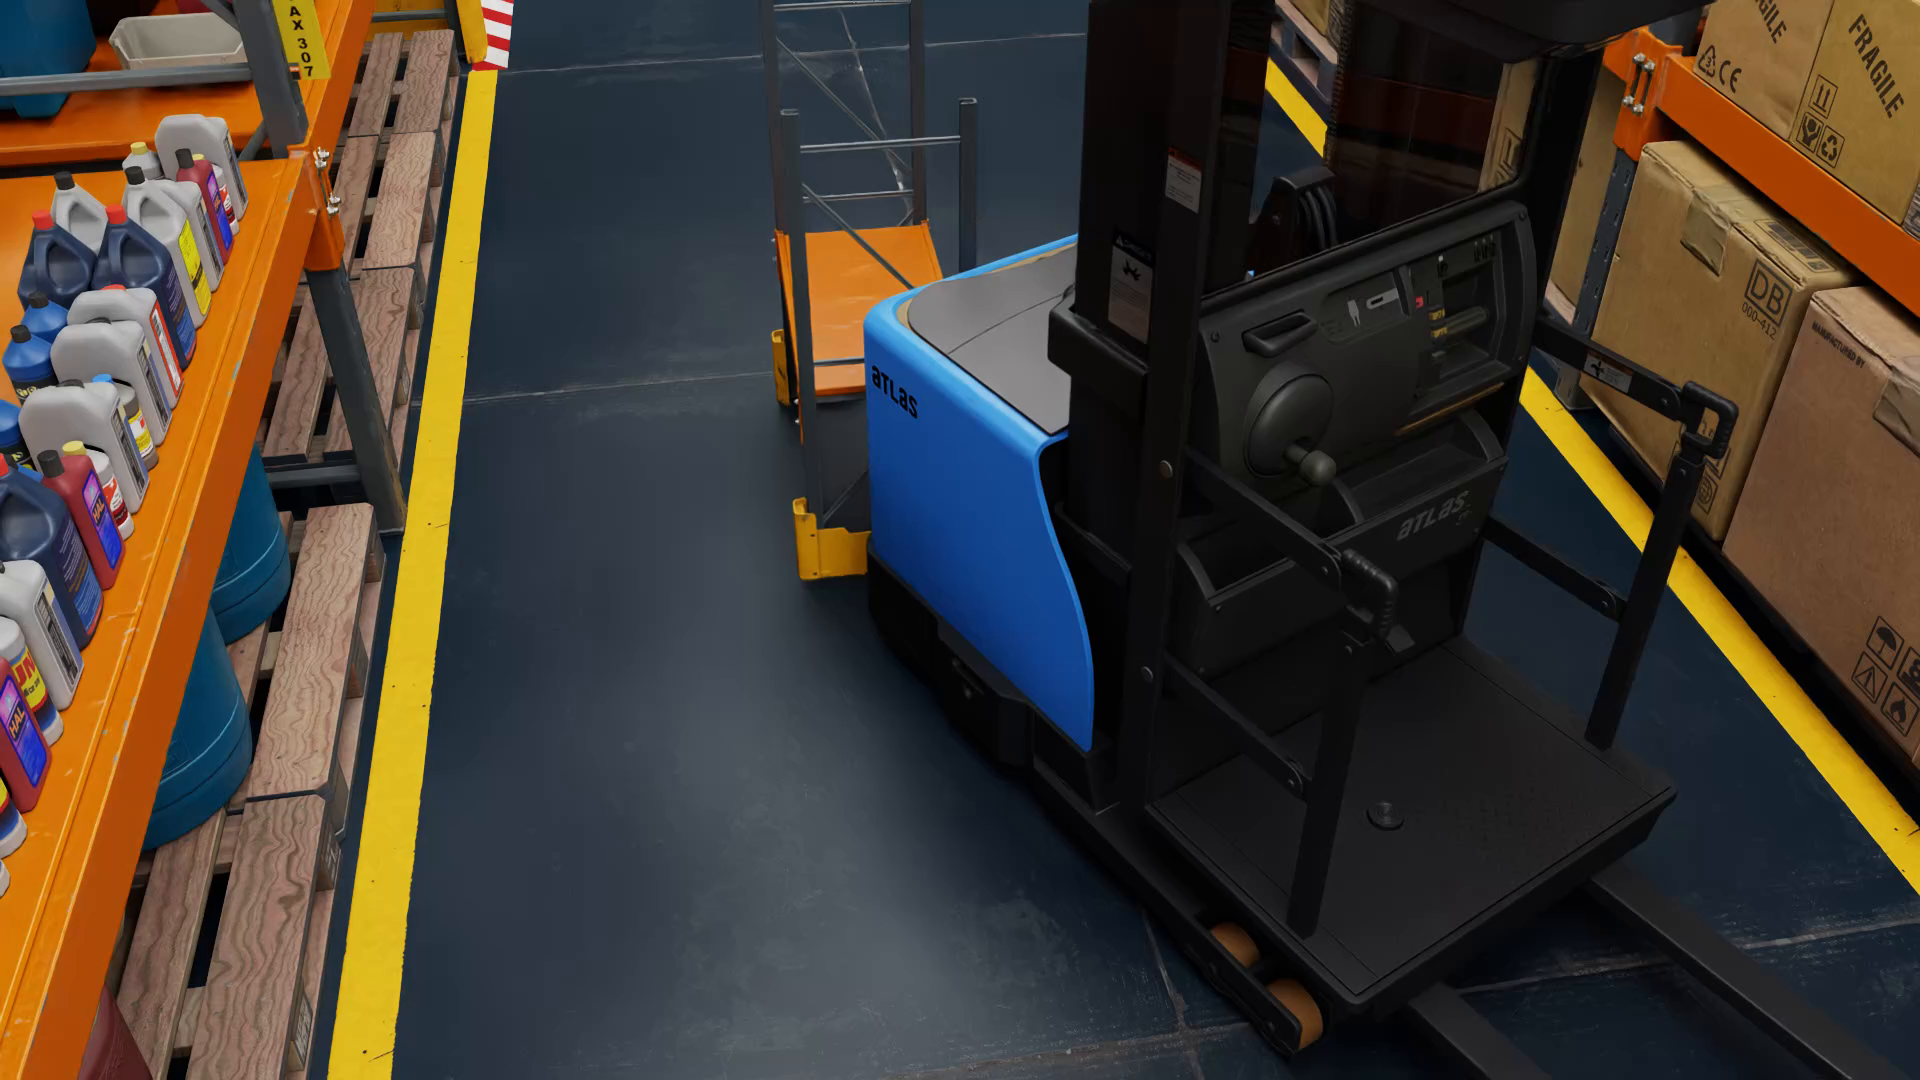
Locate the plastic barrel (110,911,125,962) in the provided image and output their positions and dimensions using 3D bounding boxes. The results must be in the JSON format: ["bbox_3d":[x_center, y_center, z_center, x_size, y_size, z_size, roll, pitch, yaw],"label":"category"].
[{"bbox_3d":[-2.051,0.739,3.540,0.421,0.512,0.421,0,38,0],"label":"plastic barrel"}]

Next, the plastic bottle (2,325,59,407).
[{"bbox_3d":[-1.821,-0.301,3.298,0.097,0.271,0.097,0,38,0],"label":"plastic bottle"}]

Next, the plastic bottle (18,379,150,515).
[{"bbox_3d":[-1.660,-0.188,3.148,0.152,0.276,0.135,-6,38,-8],"label":"plastic bottle"}]

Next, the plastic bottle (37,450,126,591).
[{"bbox_3d":[-1.575,-0.056,2.972,0.061,0.283,0.133,-6,38,-8],"label":"plastic bottle"}]

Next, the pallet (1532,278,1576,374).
[{"bbox_3d":[2.556,-1.086,6.476,1.003,0.211,1.213,-6,38,-8],"label":"pallet"}]

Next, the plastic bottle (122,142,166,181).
[{"bbox_3d":[-1.997,-0.880,4.100,0.097,0.201,0.097,0,38,0],"label":"plastic bottle"}]

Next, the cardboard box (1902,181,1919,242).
[{"bbox_3d":[2.623,-0.848,3.816,0.500,0.500,0.500,-7,38,-9],"label":"cardboard box"}]

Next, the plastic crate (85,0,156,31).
[{"bbox_3d":[-2.725,-1.749,5.232,0.437,0.125,0.590,-6,38,-8],"label":"plastic crate"}]

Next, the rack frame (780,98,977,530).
[{"bbox_3d":[-0.205,-0.510,4.684,0.500,1.500,0.032,-5,38,-7],"label":"rack frame"}]

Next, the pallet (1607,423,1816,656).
[{"bbox_3d":[2.821,-0.160,5.284,1.003,0.211,1.213,-6,38,-8],"label":"pallet"}]

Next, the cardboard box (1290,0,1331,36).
[{"bbox_3d":[2.102,-3.084,8.165,0.875,0.875,0.875,-6,38,-8],"label":"cardboard box"}]

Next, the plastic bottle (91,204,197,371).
[{"bbox_3d":[-1.749,-0.536,3.535,0.144,0.351,0.185,-6,38,-8],"label":"plastic bottle"}]

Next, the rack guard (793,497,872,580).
[{"bbox_3d":[-0.208,-0.028,5.082,0.587,0.250,0.087,-5,38,-7],"label":"rack guard"}]

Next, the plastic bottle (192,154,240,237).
[{"bbox_3d":[-1.830,-0.838,4.046,0.097,0.201,0.097,0,38,0],"label":"plastic bottle"}]

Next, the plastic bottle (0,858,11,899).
[{"bbox_3d":[-1.459,0.412,2.380,0.097,0.271,0.097,0,38,0],"label":"plastic bottle"}]

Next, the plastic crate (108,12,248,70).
[{"bbox_3d":[-2.205,-1.403,4.777,0.396,0.136,0.243,-6,38,-8],"label":"plastic crate"}]

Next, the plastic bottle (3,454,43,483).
[{"bbox_3d":[-1.650,-0.032,2.951,0.097,0.271,0.097,0,38,0],"label":"plastic bottle"}]

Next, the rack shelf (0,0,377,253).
[{"bbox_3d":[-2.615,-2.111,6.108,1.077,0.370,4.000,-6,38,-8],"label":"rack shelf"}]

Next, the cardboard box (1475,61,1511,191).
[{"bbox_3d":[2.417,-1.997,6.765,0.875,0.875,0.875,-6,38,-8],"label":"cardboard box"}]

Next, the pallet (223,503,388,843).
[{"bbox_3d":[-2.170,0.385,4.582,1.003,0.211,1.213,-6,38,-8],"label":"pallet"}]

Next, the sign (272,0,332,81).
[{"bbox_3d":[-1.722,-1.354,4.322,0.100,0.325,0.005,-6,38,-8],"label":"sign"}]

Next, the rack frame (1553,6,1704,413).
[{"bbox_3d":[2.612,-1.720,5.018,1.000,3.000,0.127,-6,38,-8],"label":"rack frame"}]

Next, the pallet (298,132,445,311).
[{"bbox_3d":[-2.649,-1.264,6.705,1.003,0.211,1.213,-6,38,-8],"label":"pallet"}]

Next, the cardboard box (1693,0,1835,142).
[{"bbox_3d":[2.446,-1.454,4.595,0.500,0.500,0.500,-6,38,-8],"label":"cardboard box"}]

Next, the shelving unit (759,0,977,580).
[{"bbox_3d":[-0.284,-0.823,5.087,0.587,1.500,1.083,-5,38,-7],"label":"shelving unit"}]

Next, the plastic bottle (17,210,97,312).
[{"bbox_3d":[-1.891,-0.520,3.515,0.144,0.351,0.185,-6,38,-8],"label":"plastic bottle"}]

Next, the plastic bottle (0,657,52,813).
[{"bbox_3d":[-1.478,0.276,2.544,0.061,0.283,0.133,-6,38,-8],"label":"plastic bottle"}]

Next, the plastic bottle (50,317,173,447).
[{"bbox_3d":[-1.701,-0.328,3.328,0.152,0.276,0.135,-6,38,-8],"label":"plastic bottle"}]

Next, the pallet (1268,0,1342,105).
[{"bbox_3d":[2.128,-2.560,8.373,1.003,0.211,1.213,-6,38,-8],"label":"pallet"}]

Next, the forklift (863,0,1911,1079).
[{"bbox_3d":[0.987,-0.342,3.301,1.130,2.935,3.031,-23,43,-27],"label":"forklift"}]

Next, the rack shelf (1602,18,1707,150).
[{"bbox_3d":[2.261,-2.643,6.794,1.077,0.370,4.000,-6,38,-8],"label":"rack shelf"}]

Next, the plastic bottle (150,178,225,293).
[{"bbox_3d":[-1.813,-0.714,3.825,0.152,0.276,0.135,-6,38,-8],"label":"plastic bottle"}]

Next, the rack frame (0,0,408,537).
[{"bbox_3d":[-2.264,-1.187,4.333,1.000,3.000,0.127,-6,38,-8],"label":"rack frame"}]

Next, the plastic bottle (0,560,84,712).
[{"bbox_3d":[-1.564,0.144,2.720,0.152,0.276,0.135,-6,38,-8],"label":"plastic bottle"}]

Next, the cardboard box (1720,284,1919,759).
[{"bbox_3d":[2.901,-0.122,4.352,1.225,0.875,0.875,-7,38,-10],"label":"cardboard box"}]

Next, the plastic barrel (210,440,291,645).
[{"bbox_3d":[-2.186,-0.194,4.422,0.600,0.901,0.708,-6,38,-8],"label":"plastic barrel"}]
